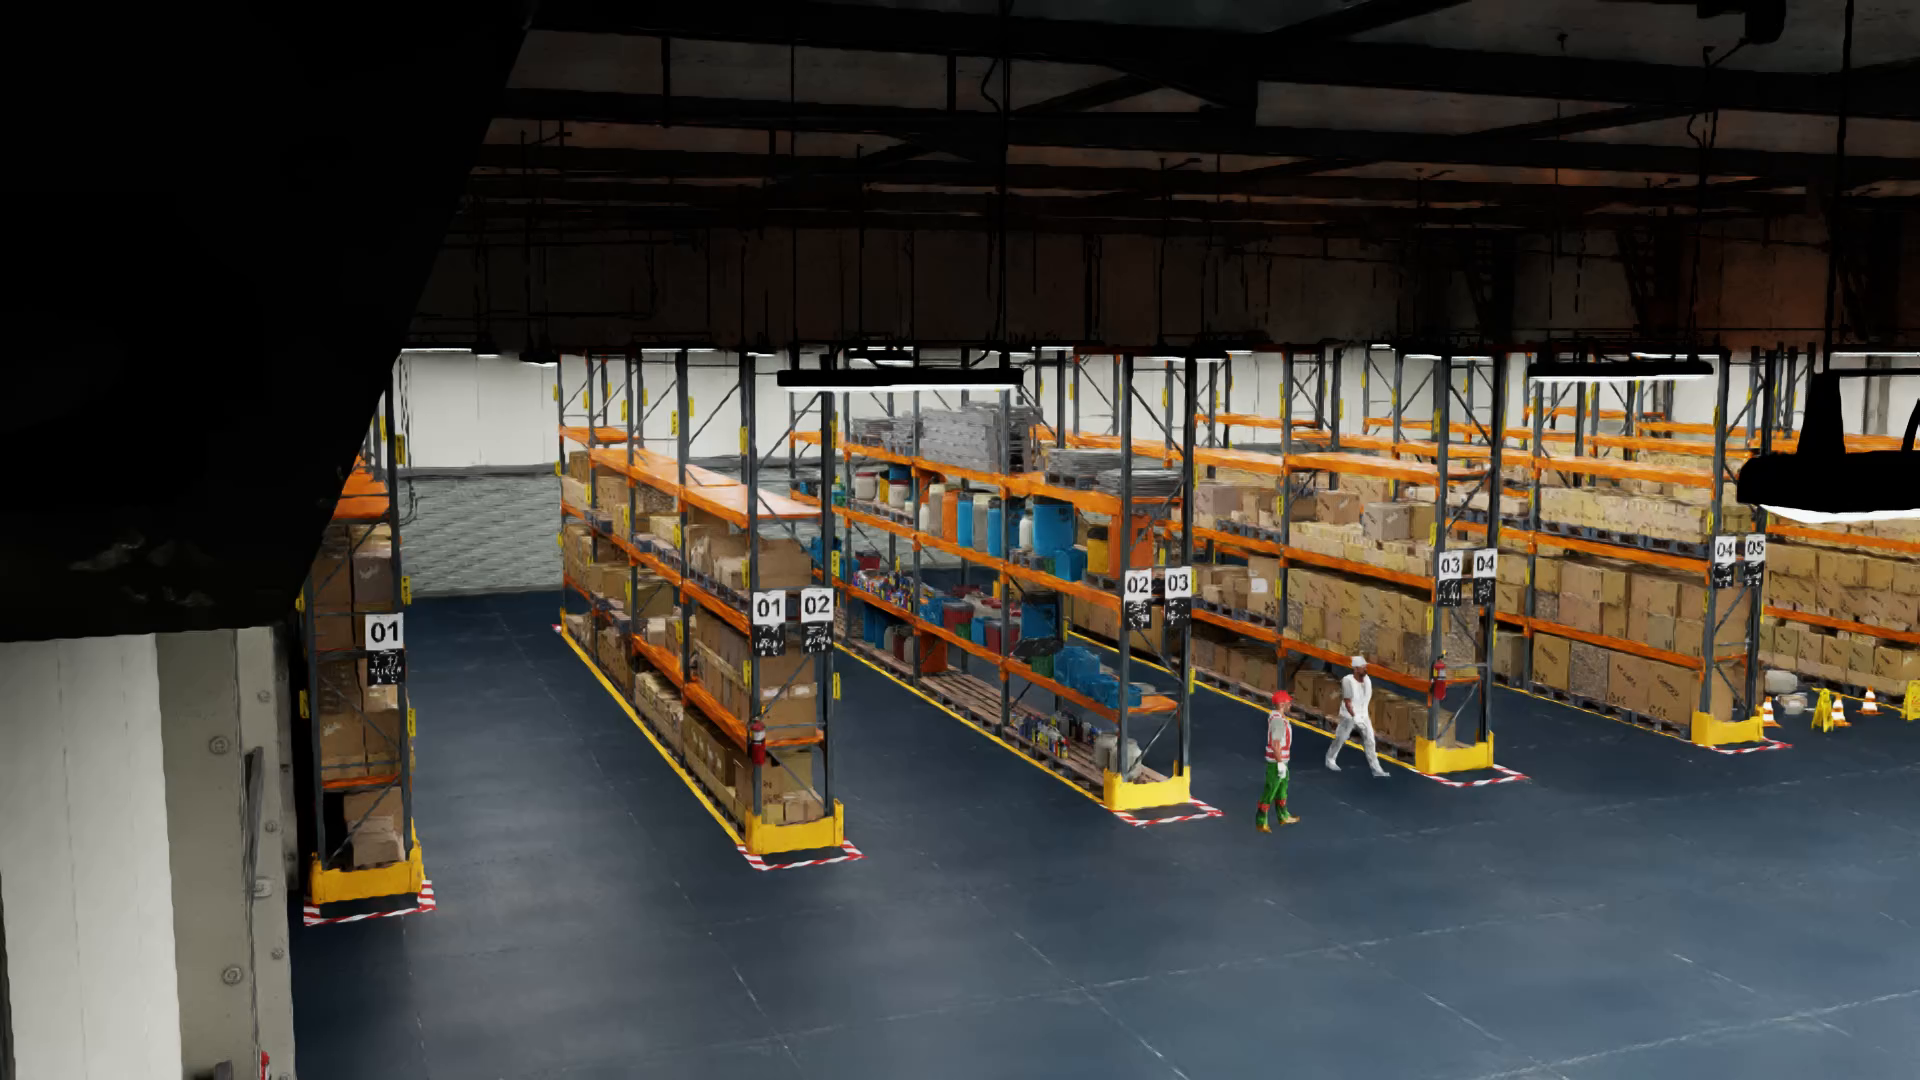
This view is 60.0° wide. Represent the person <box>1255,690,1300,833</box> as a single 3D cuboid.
[{"bbox_3d":[4.033,2.769,21.040,0.529,1.784,0.710,2,7,14],"label":"person"}]

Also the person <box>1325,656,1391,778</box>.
[{"bbox_3d":[5.615,2.485,23.522,0.554,1.724,1.029,-4,8,-29],"label":"person"}]
